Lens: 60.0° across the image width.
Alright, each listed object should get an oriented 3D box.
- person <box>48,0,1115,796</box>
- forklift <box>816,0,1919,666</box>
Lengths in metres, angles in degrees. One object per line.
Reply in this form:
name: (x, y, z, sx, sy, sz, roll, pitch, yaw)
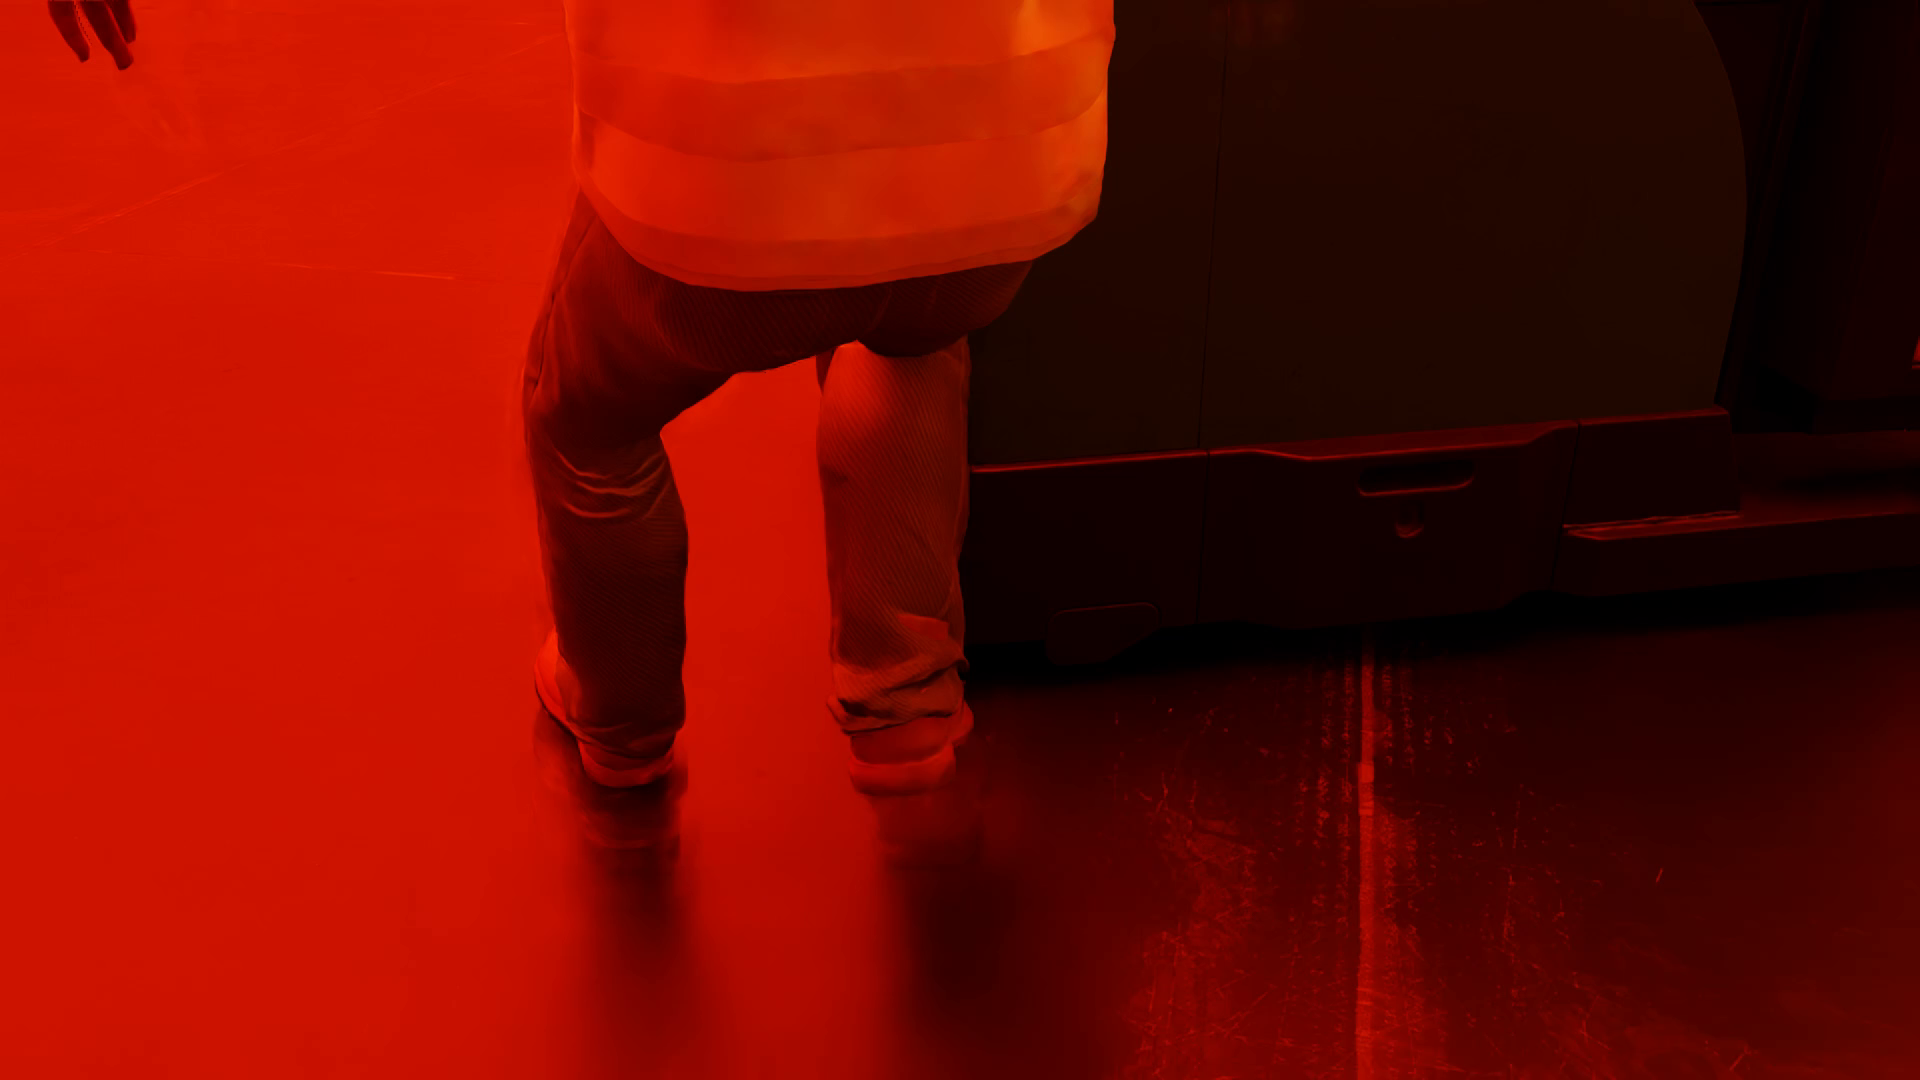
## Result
person: (-0.198, -0.421, 1.522, 1.086, 1.649, 0.781, -7, 28, -14)
forklift: (1.319, -1.463, 2.146, 3.031, 2.935, 1.130, -5, 27, -10)
